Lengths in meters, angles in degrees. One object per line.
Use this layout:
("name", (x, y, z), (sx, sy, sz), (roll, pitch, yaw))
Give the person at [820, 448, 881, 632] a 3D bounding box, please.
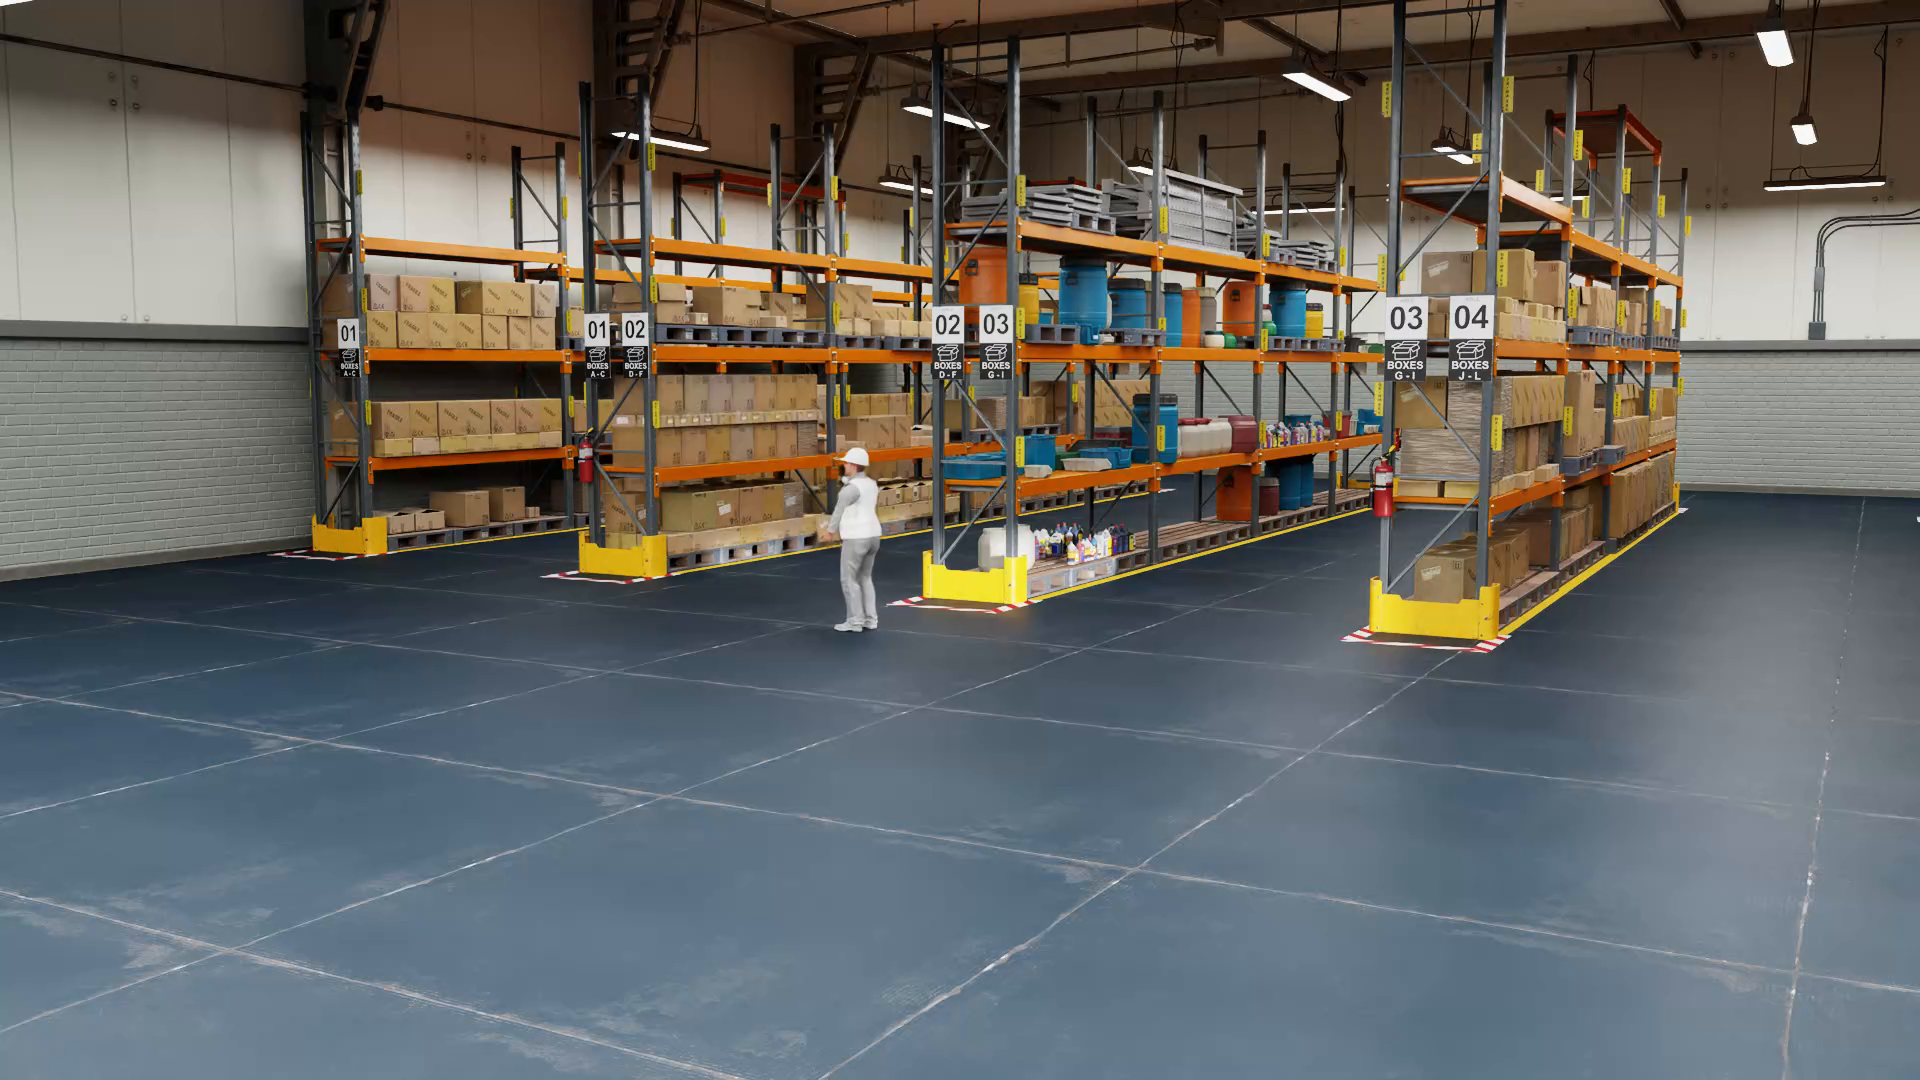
("person", (-1.062, -0.010, 16.127), (0.554, 1.772, 0.495), (3, 7, 28))
